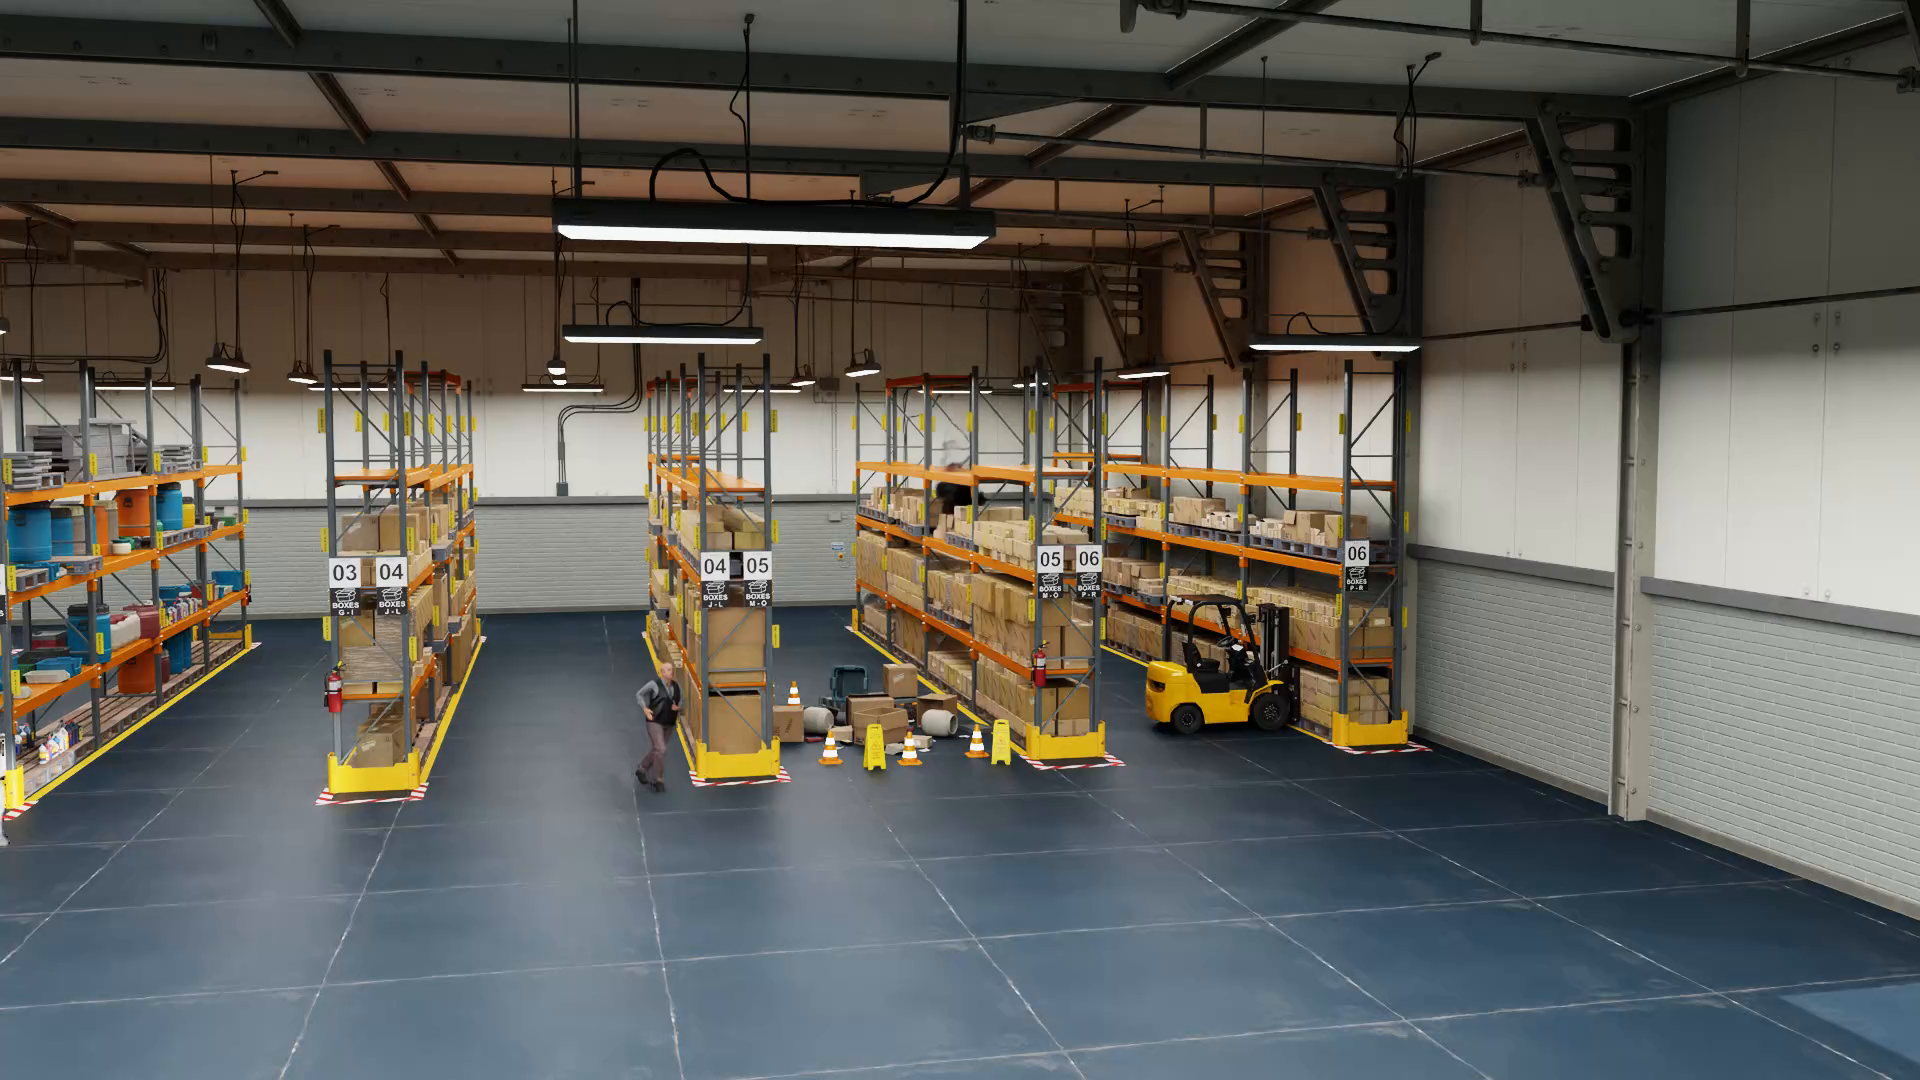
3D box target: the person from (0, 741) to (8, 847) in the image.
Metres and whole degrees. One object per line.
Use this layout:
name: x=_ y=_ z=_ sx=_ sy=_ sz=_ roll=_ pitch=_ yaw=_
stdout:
person: x=-11.758 y=2.746 z=19.818 sx=0.929 sy=1.844 sz=0.672 roll=2 pitch=4 yaw=24

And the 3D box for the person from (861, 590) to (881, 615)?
person: x=-2.189 y=1.270 z=41.841 sx=0.707 sy=1.715 sz=0.687 roll=1 pitch=4 yaw=10

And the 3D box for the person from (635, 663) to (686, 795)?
person: x=-4.111 y=2.563 z=22.922 sx=0.808 sy=1.759 sz=0.645 roll=4 pitch=5 yaw=42
